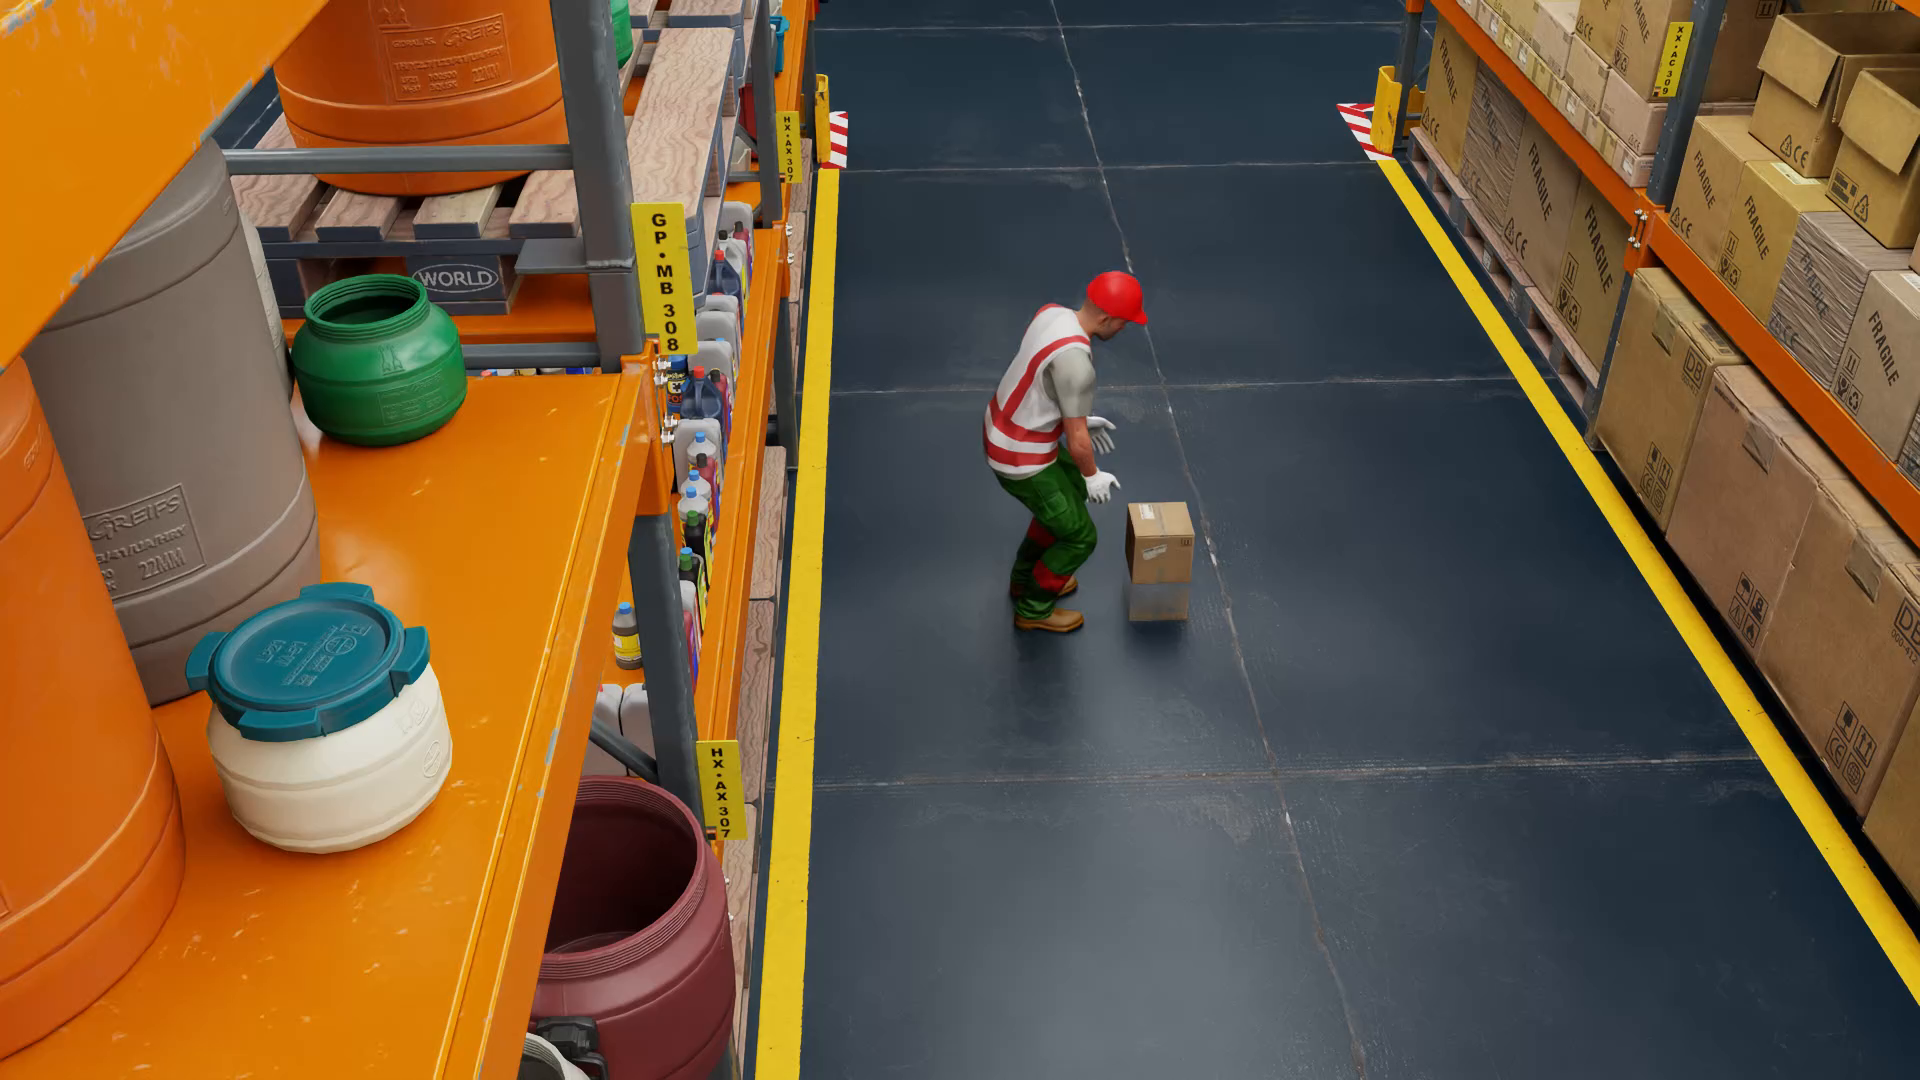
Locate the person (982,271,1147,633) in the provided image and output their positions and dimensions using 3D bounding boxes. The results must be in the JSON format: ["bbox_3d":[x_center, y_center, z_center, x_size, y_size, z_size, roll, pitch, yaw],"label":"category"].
[{"bbox_3d":[0.413,-0.377,6.848,0.647,1.580,0.575,-1,35,-2],"label":"person"}]
